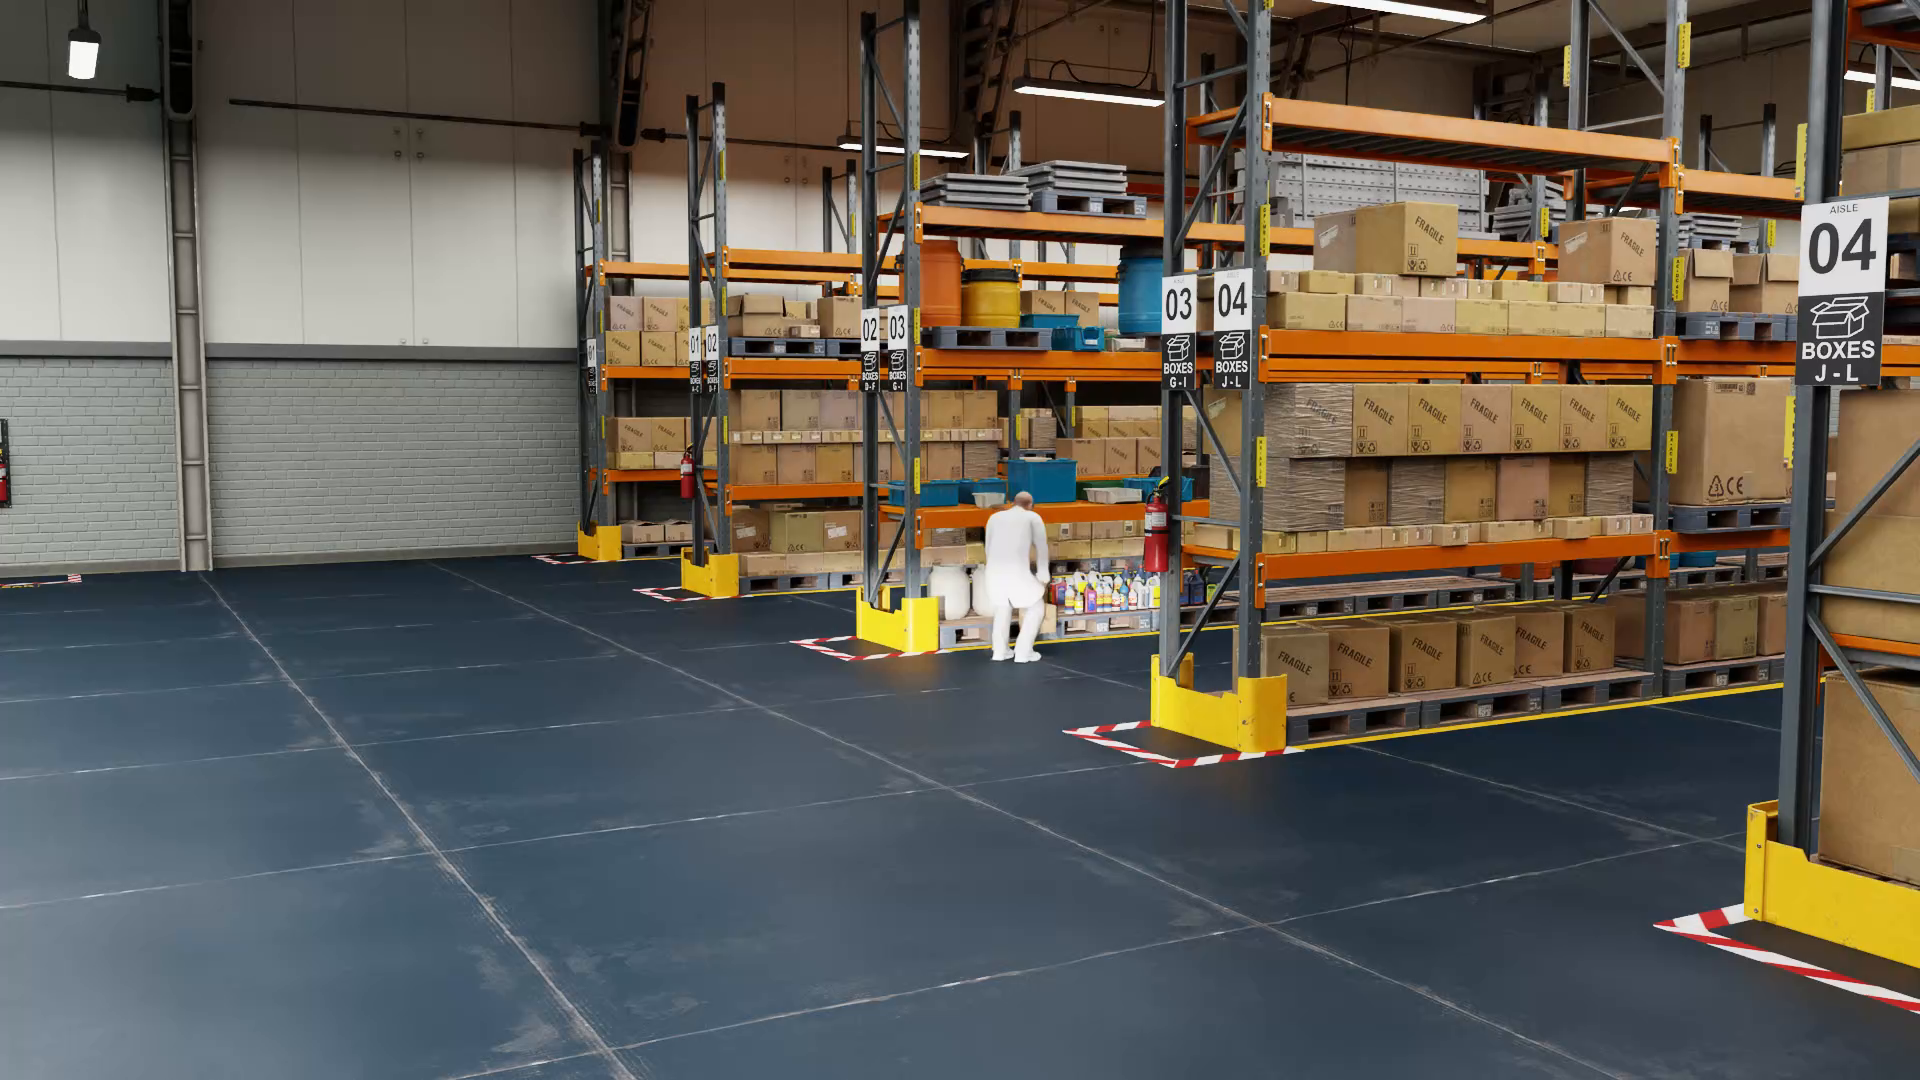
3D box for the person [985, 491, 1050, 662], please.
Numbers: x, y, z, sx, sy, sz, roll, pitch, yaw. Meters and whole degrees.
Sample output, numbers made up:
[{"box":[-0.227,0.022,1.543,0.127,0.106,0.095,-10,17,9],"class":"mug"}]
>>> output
[{"box":[0.476,0.331,14.954,0.628,1.505,0.658,3,6,29],"class":"person"}]
